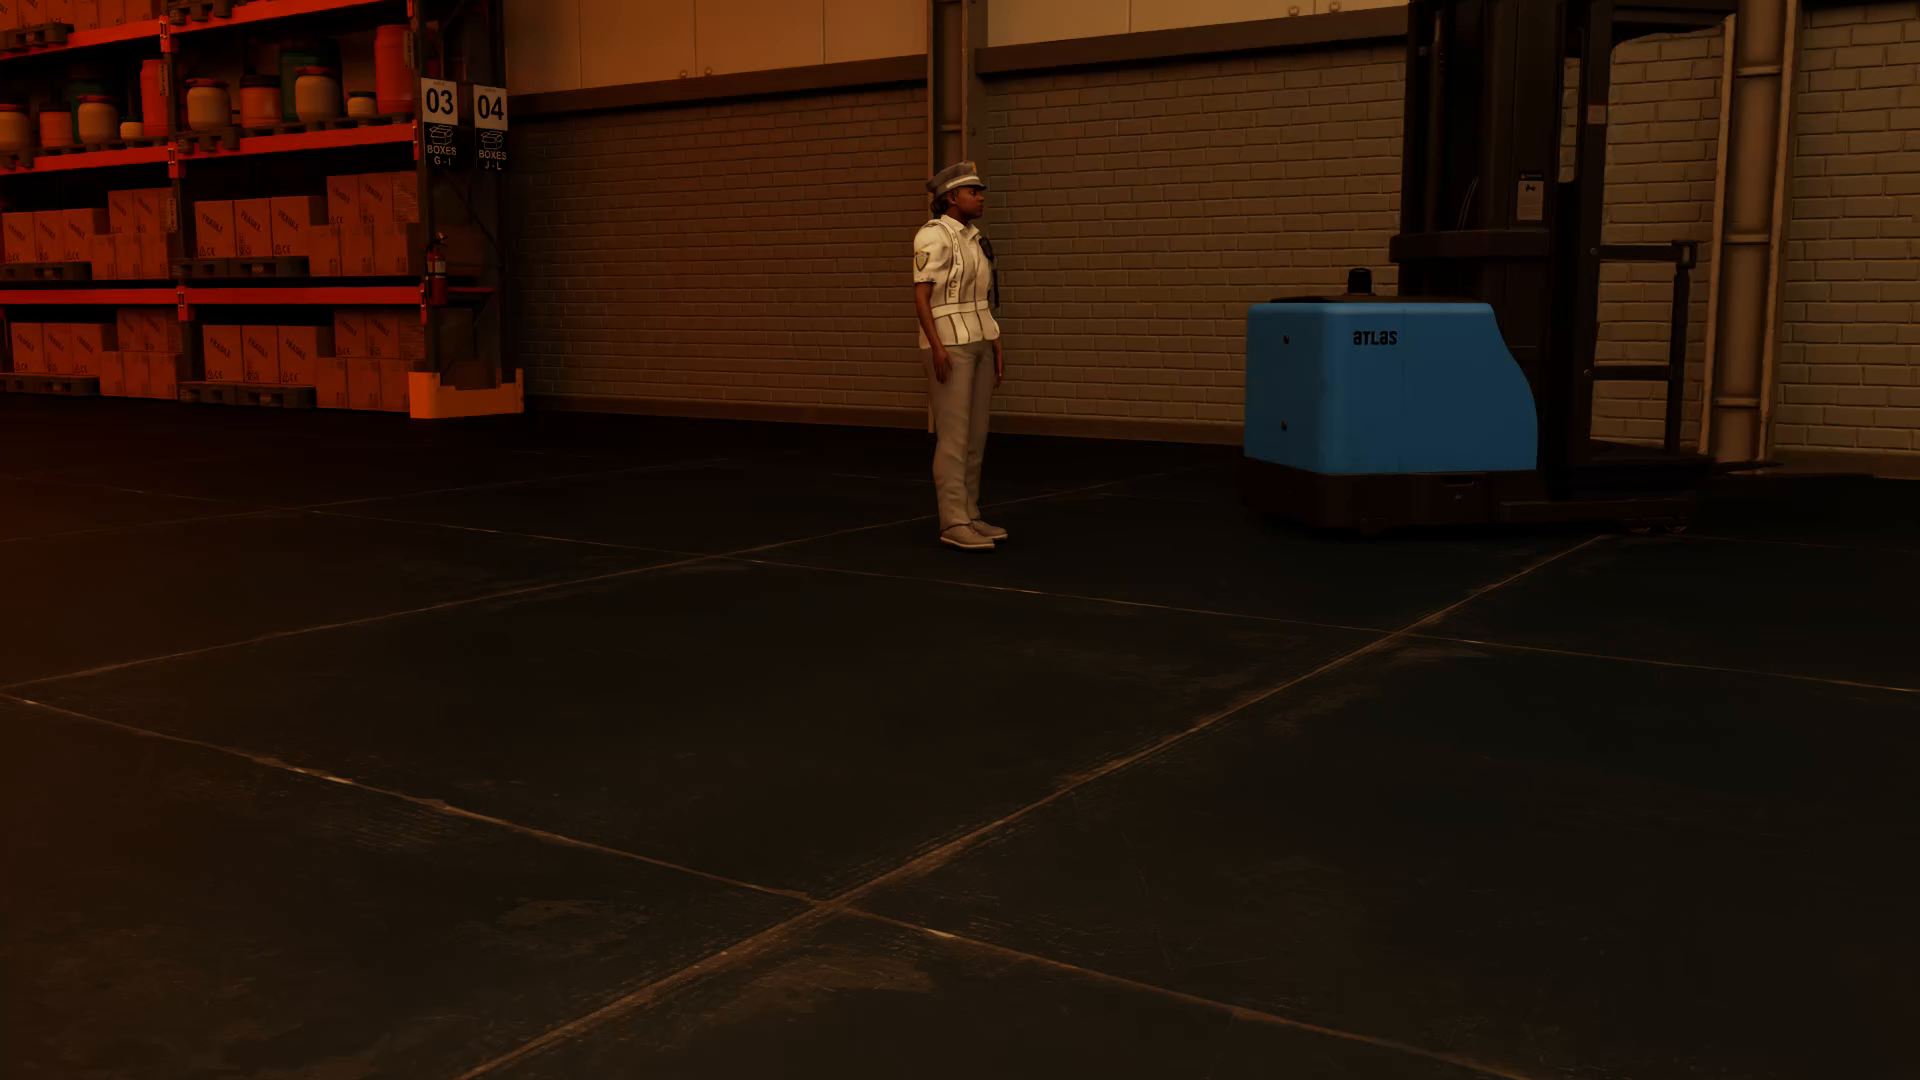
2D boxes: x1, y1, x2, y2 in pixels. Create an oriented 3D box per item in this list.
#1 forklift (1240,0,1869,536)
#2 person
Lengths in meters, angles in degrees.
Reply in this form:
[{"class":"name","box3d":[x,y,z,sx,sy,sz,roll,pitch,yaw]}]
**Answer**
[{"class":"forklift","box3d":[2.985,-1.551,8.101,3.031,2.935,1.130,-2,8,-13]},{"class":"person","box3d":[0.051,-0.838,7.425,0.529,1.694,0.569,5,10,34]}]
